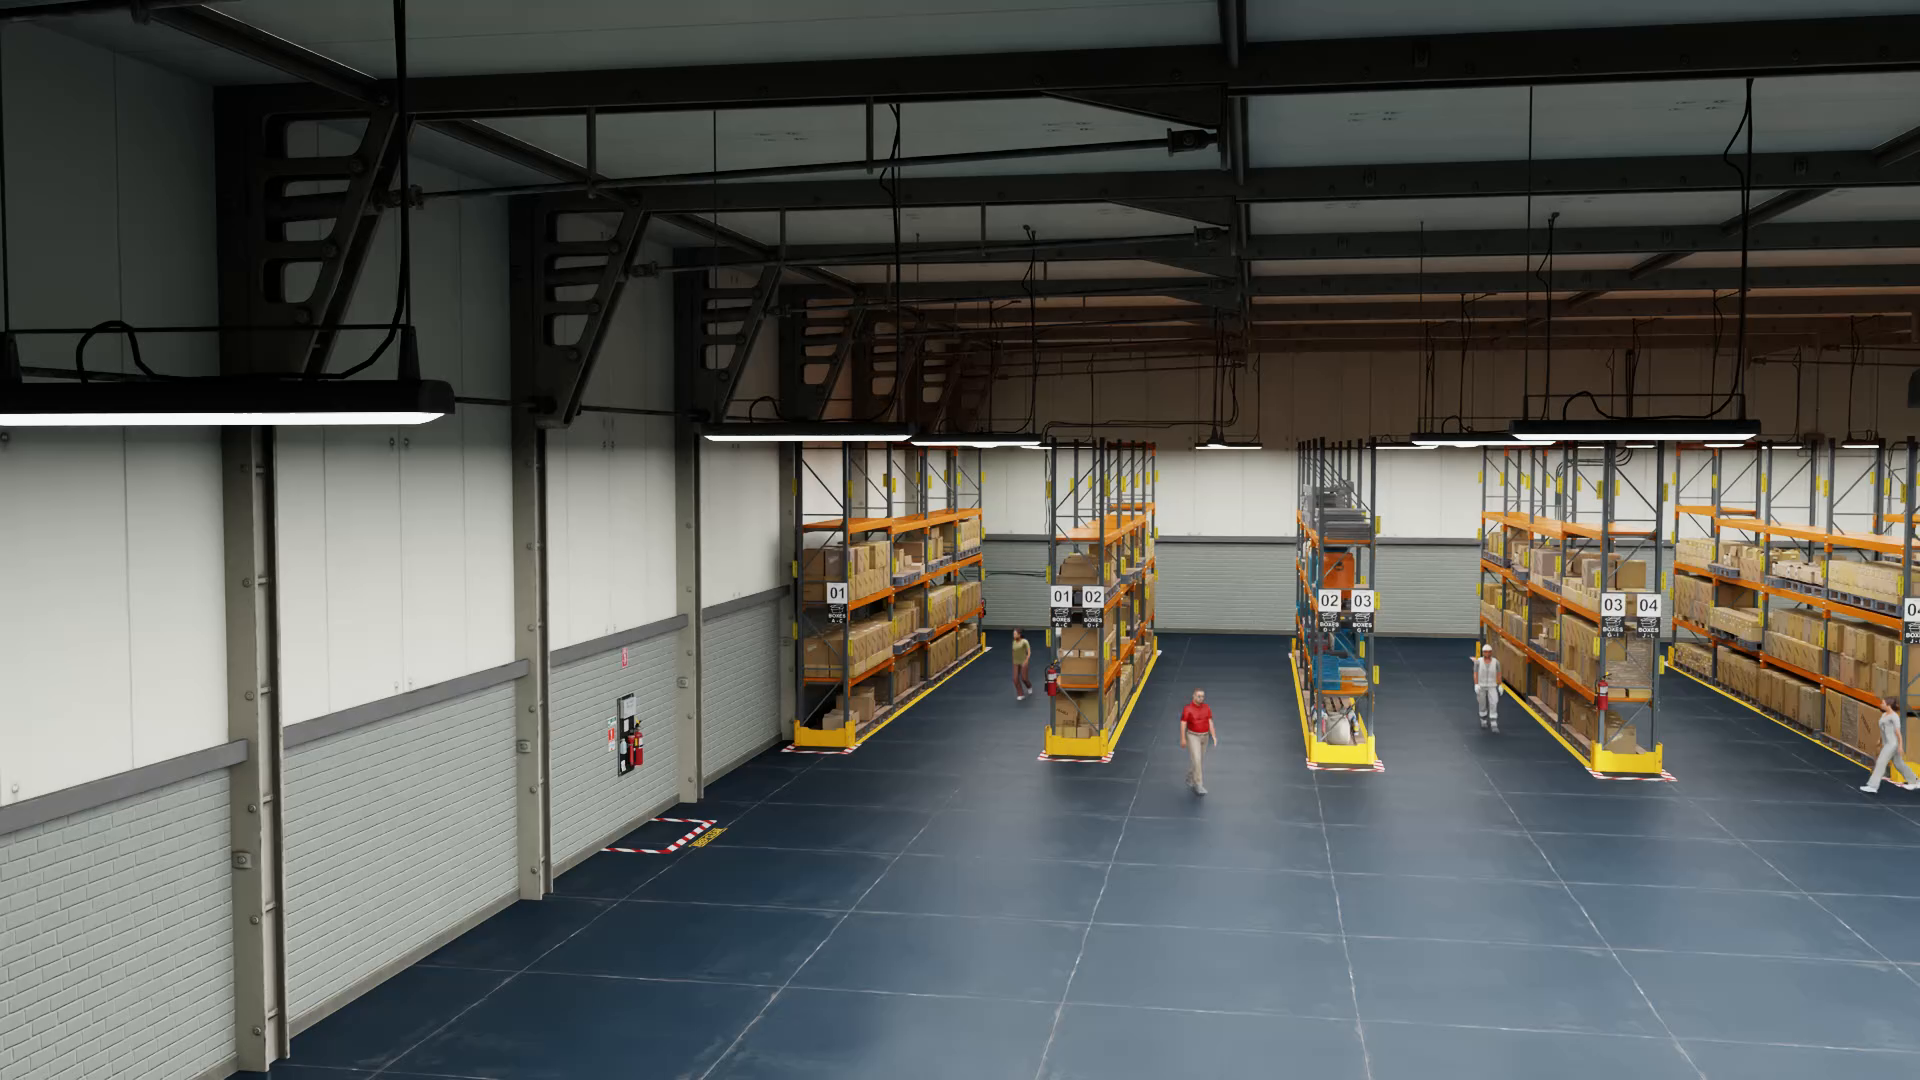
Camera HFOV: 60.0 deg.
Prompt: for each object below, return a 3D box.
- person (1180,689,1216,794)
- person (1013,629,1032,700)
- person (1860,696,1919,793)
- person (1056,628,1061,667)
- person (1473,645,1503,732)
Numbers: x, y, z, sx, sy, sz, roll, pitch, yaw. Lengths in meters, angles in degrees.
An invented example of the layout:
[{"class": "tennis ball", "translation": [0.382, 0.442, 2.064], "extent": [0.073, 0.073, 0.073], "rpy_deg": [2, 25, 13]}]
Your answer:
[{"class": "person", "translation": [4.049, 3.367, 28.088], "extent": [0.574, 1.691, 0.871], "rpy_deg": [-2, 4, -33]}, {"class": "person", "translation": [1.427, 2.869, 38.599], "extent": [0.505, 1.640, 0.621], "rpy_deg": [2, 3, 27]}, {"class": "person", "translation": [15.620, 3.428, 27.884], "extent": [1.052, 1.617, 0.488], "rpy_deg": [0, 3, 4]}, {"class": "person", "translation": [2.684, 2.552, 44.237], "extent": [0.513, 1.675, 0.516], "rpy_deg": [1, 3, 11]}, {"class": "person", "translation": [10.814, 3.016, 34.040], "extent": [0.587, 1.742, 0.925], "rpy_deg": [1, 3, 18]}]
